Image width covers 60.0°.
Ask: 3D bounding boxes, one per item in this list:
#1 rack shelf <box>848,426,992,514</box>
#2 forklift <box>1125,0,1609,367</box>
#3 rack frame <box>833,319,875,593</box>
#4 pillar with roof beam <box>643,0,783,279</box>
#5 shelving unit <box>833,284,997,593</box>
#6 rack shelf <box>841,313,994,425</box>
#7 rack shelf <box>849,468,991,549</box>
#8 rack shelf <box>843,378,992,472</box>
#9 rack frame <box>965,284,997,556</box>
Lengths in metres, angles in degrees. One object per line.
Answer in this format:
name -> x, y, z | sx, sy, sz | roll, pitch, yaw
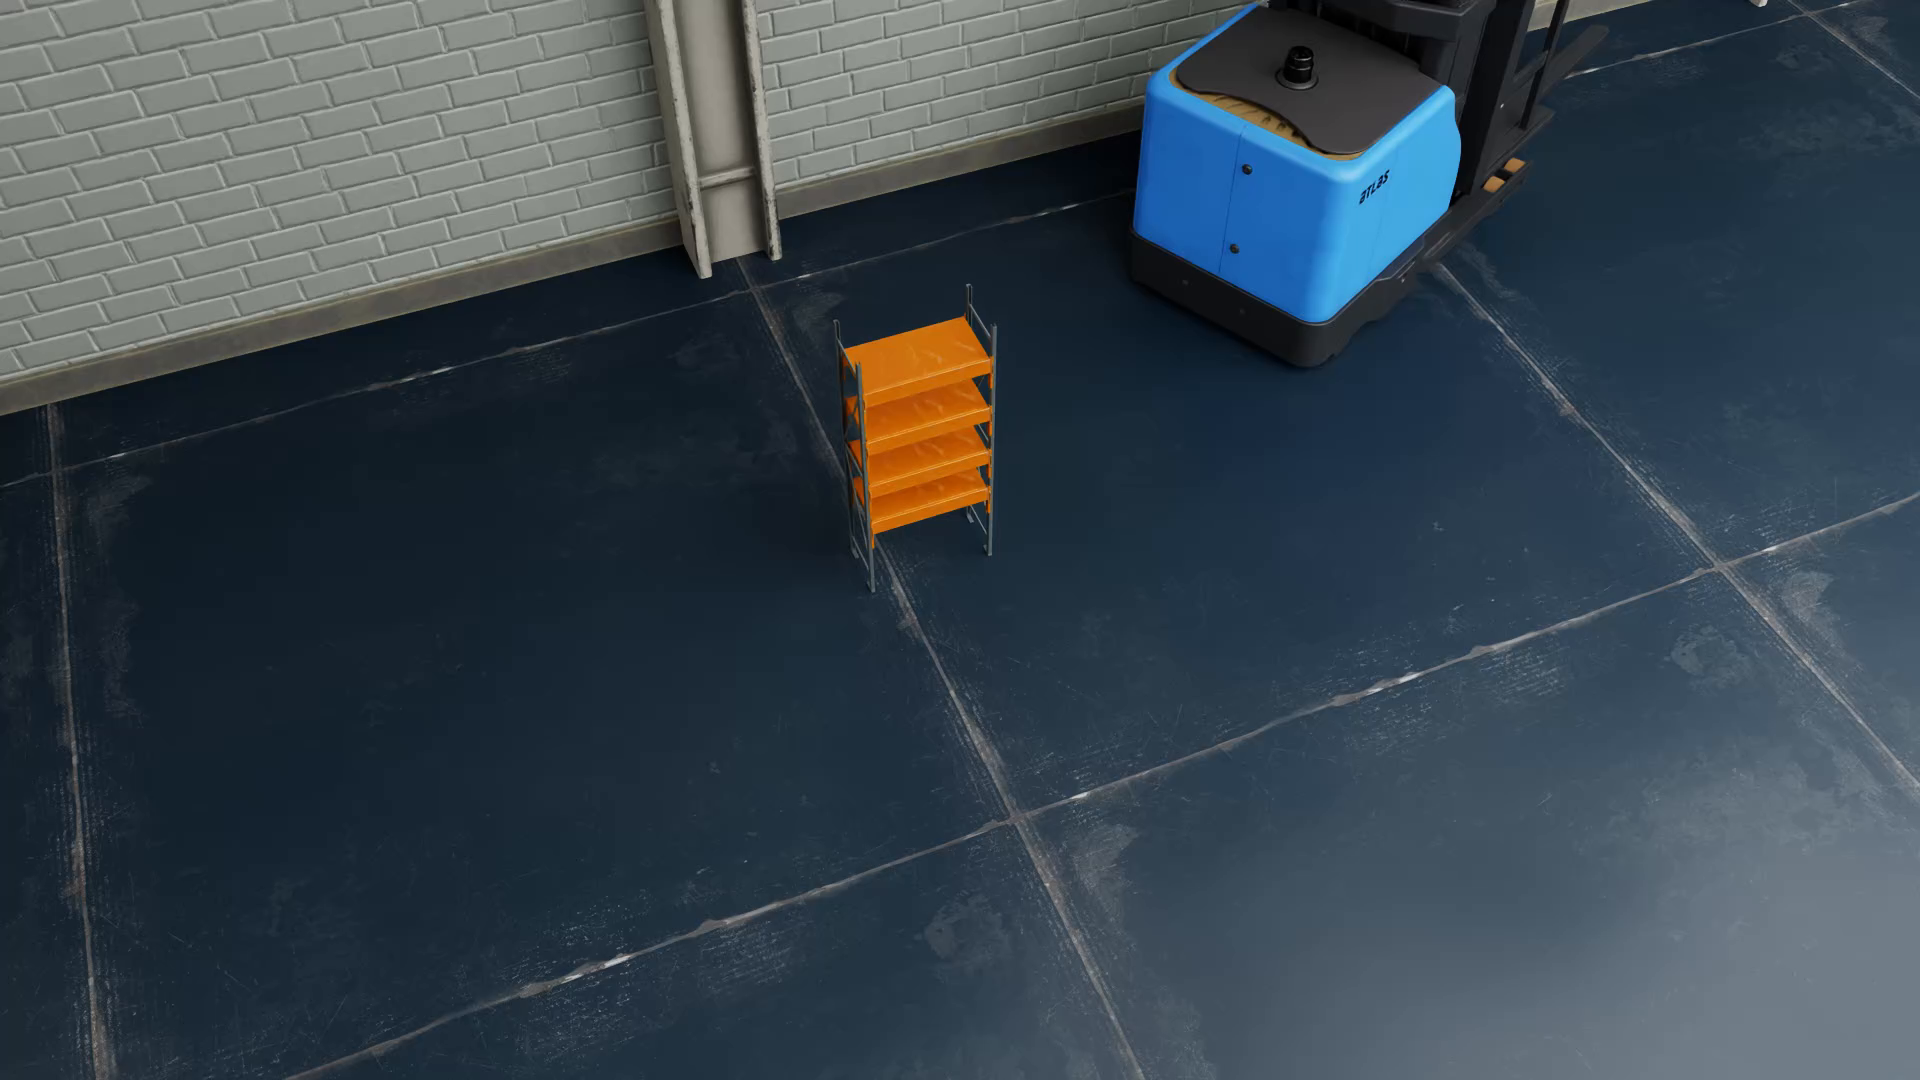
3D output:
rack shelf -> -0.153, -0.300, 6.146 | 0.480, 0.148, 0.258 | -17, 52, -14
forklift -> 2.096, -2.744, 7.016 | 1.130, 2.935, 3.031 | 33, 57, 25
rack frame -> -0.379, -0.273, 6.035 | 0.015, 1.200, 0.240 | -17, 52, -14
pillar with roof beam -> 0.564, -1.268, 1.748 | 0.400, 9.000, 9.100 | -17, 52, -14
shelving unit -> -0.153, -0.343, 6.095 | 0.503, 1.200, 0.258 | -17, 52, -14
rack shelf -> -0.153, -0.599, 5.797 | 0.480, 0.148, 0.258 | -17, 52, -14
rack shelf -> -0.153, -0.170, 6.296 | 0.480, 0.148, 0.258 | -17, 52, -14
rack shelf -> -0.153, -0.445, 5.976 | 0.480, 0.148, 0.258 | -17, 52, -14
rack frame -> 0.073, -0.413, 6.155 | 0.015, 1.200, 0.240 | -17, 52, -14
